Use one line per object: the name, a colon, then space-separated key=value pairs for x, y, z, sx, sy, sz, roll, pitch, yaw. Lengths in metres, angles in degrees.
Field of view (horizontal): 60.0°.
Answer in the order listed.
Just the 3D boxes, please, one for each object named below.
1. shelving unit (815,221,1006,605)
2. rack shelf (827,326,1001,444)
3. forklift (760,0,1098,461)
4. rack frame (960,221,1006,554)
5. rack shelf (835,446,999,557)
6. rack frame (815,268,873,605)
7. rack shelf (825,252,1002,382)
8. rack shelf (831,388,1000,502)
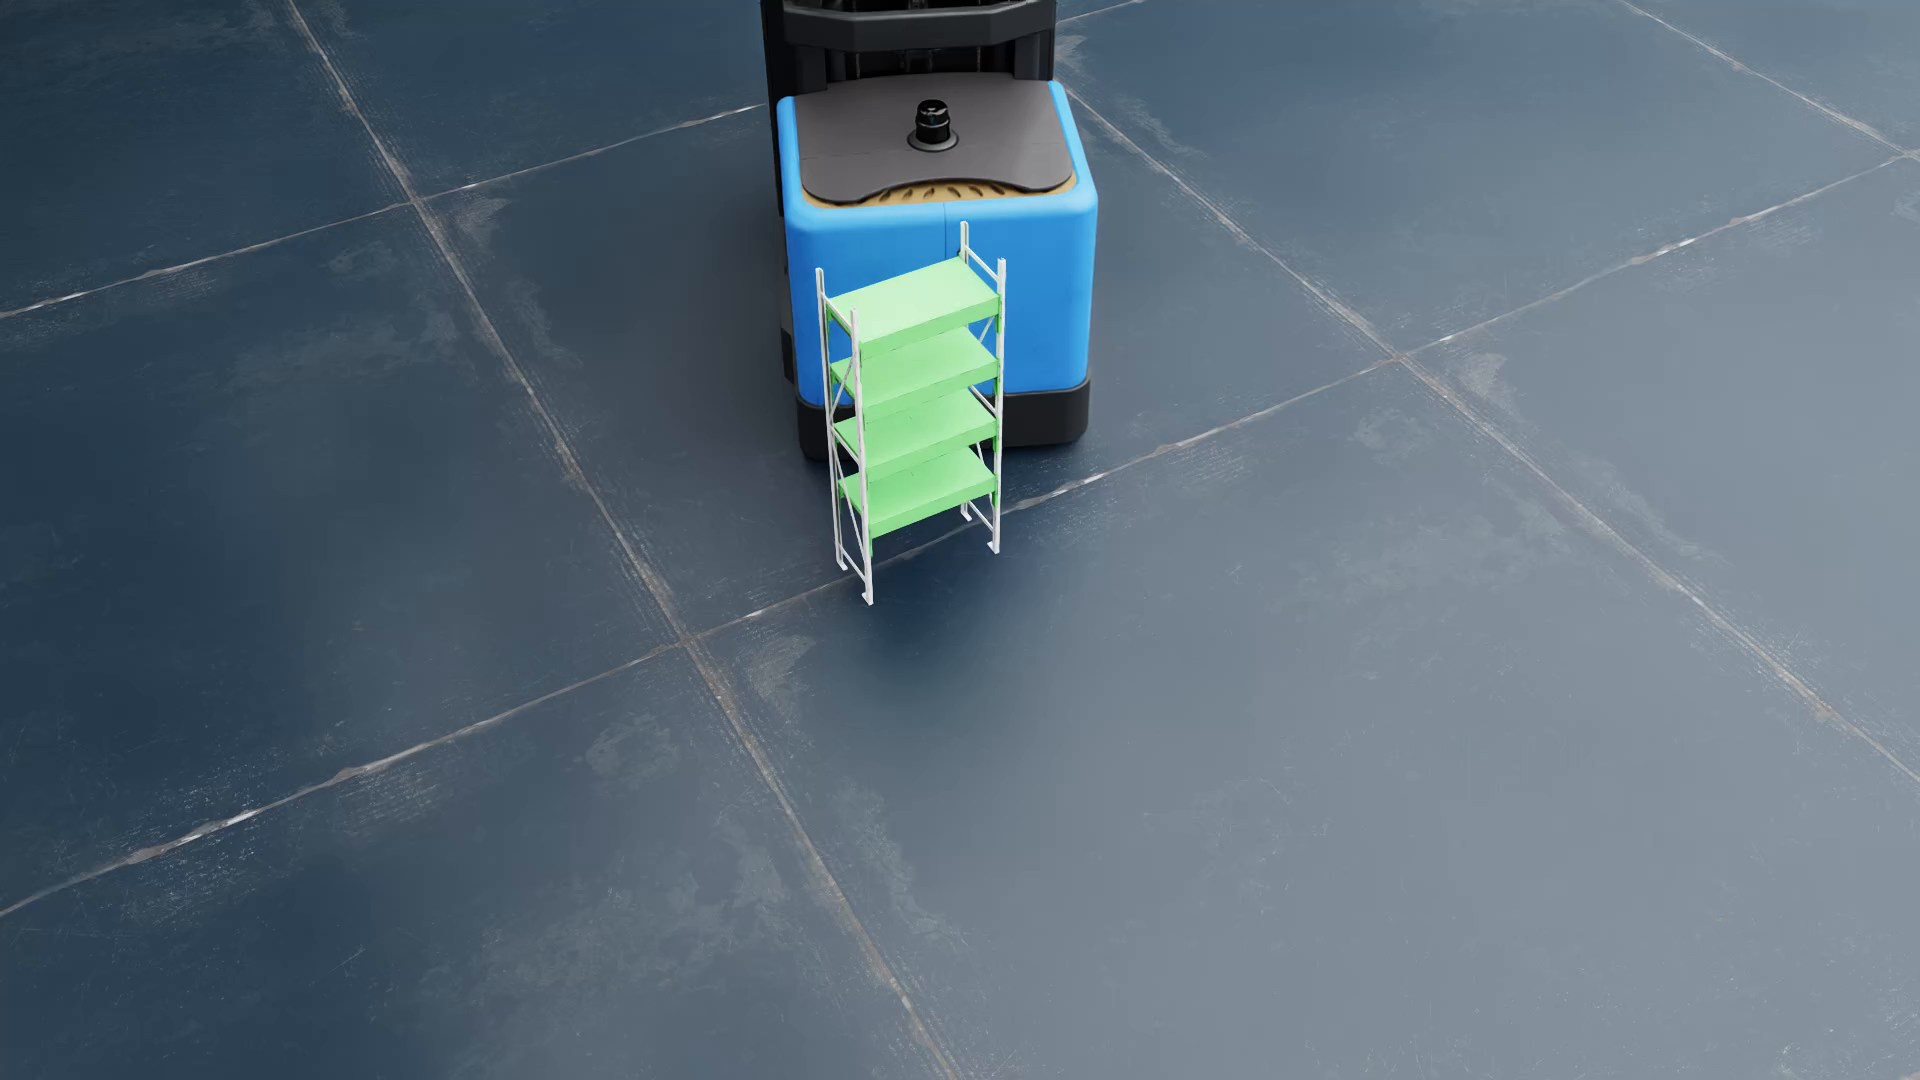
shelving unit: x=-0.144 y=-0.373 z=5.273 sx=0.503 sy=1.200 sz=0.258 roll=-22 pitch=48 yaw=-21
rack shelf: x=-0.144 y=-0.500 z=5.150 sx=0.480 sy=0.148 sz=0.258 roll=-22 pitch=48 yaw=-21
forklift: x=-0.218 y=-2.364 z=6.082 sx=1.130 sy=2.935 sz=3.031 roll=-5 pitch=44 yaw=-5
rack frame: x=0.068 y=-0.458 z=5.360 sx=0.015 sy=1.200 sz=0.240 roll=-22 pitch=48 yaw=-21
rack shelf: x=-0.144 y=-0.155 z=5.485 sx=0.480 sy=0.148 sz=0.258 roll=-22 pitch=48 yaw=-21
rack frame: x=-0.355 y=-0.288 z=5.186 sx=0.015 sy=1.200 sz=0.240 roll=-22 pitch=48 yaw=-21
rack shelf: x=-0.144 y=-0.672 z=4.983 sx=0.480 sy=0.148 sz=0.258 roll=-22 pitch=48 yaw=-21
rack shelf: x=-0.144 y=-0.327 z=5.317 sx=0.480 sy=0.148 sz=0.258 roll=-22 pitch=48 yaw=-21
